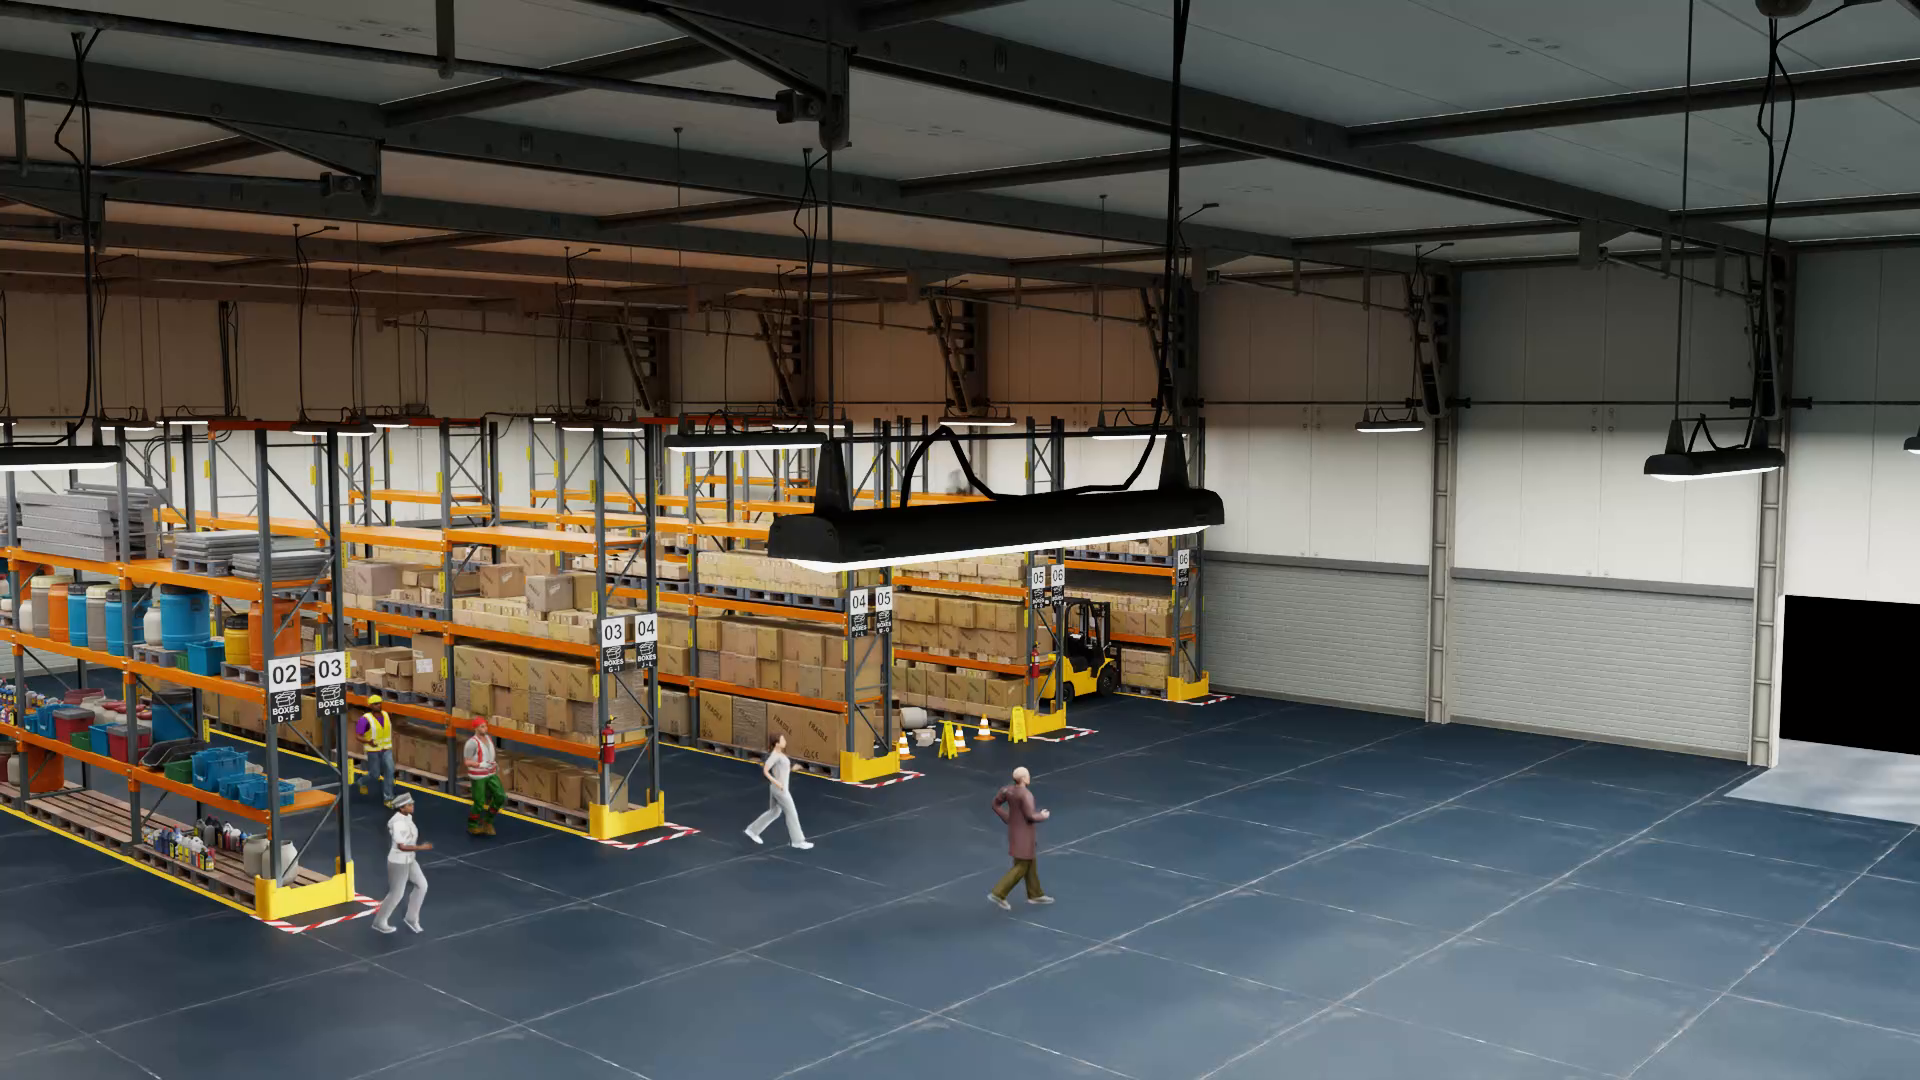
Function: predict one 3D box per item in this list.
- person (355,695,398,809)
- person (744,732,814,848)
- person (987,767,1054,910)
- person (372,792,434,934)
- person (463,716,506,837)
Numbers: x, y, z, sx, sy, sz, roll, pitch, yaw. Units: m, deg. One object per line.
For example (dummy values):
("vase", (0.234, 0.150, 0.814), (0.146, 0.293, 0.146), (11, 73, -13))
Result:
("person", (-9.135, 3.300, 26.120), (0.932, 1.754, 0.712), (4, 6, 41))
("person", (-2.558, 3.525, 23.439), (0.969, 1.653, 0.565), (-1, 5, -8))
("person", (0.748, 3.694, 20.616), (0.992, 1.770, 0.715), (-2, 5, -26))
("person", (-6.621, 3.866, 19.774), (0.735, 1.768, 0.593), (-1, 5, -7))
("person", (-6.894, 3.442, 24.113), (0.692, 1.784, 0.628), (3, 6, 33))
